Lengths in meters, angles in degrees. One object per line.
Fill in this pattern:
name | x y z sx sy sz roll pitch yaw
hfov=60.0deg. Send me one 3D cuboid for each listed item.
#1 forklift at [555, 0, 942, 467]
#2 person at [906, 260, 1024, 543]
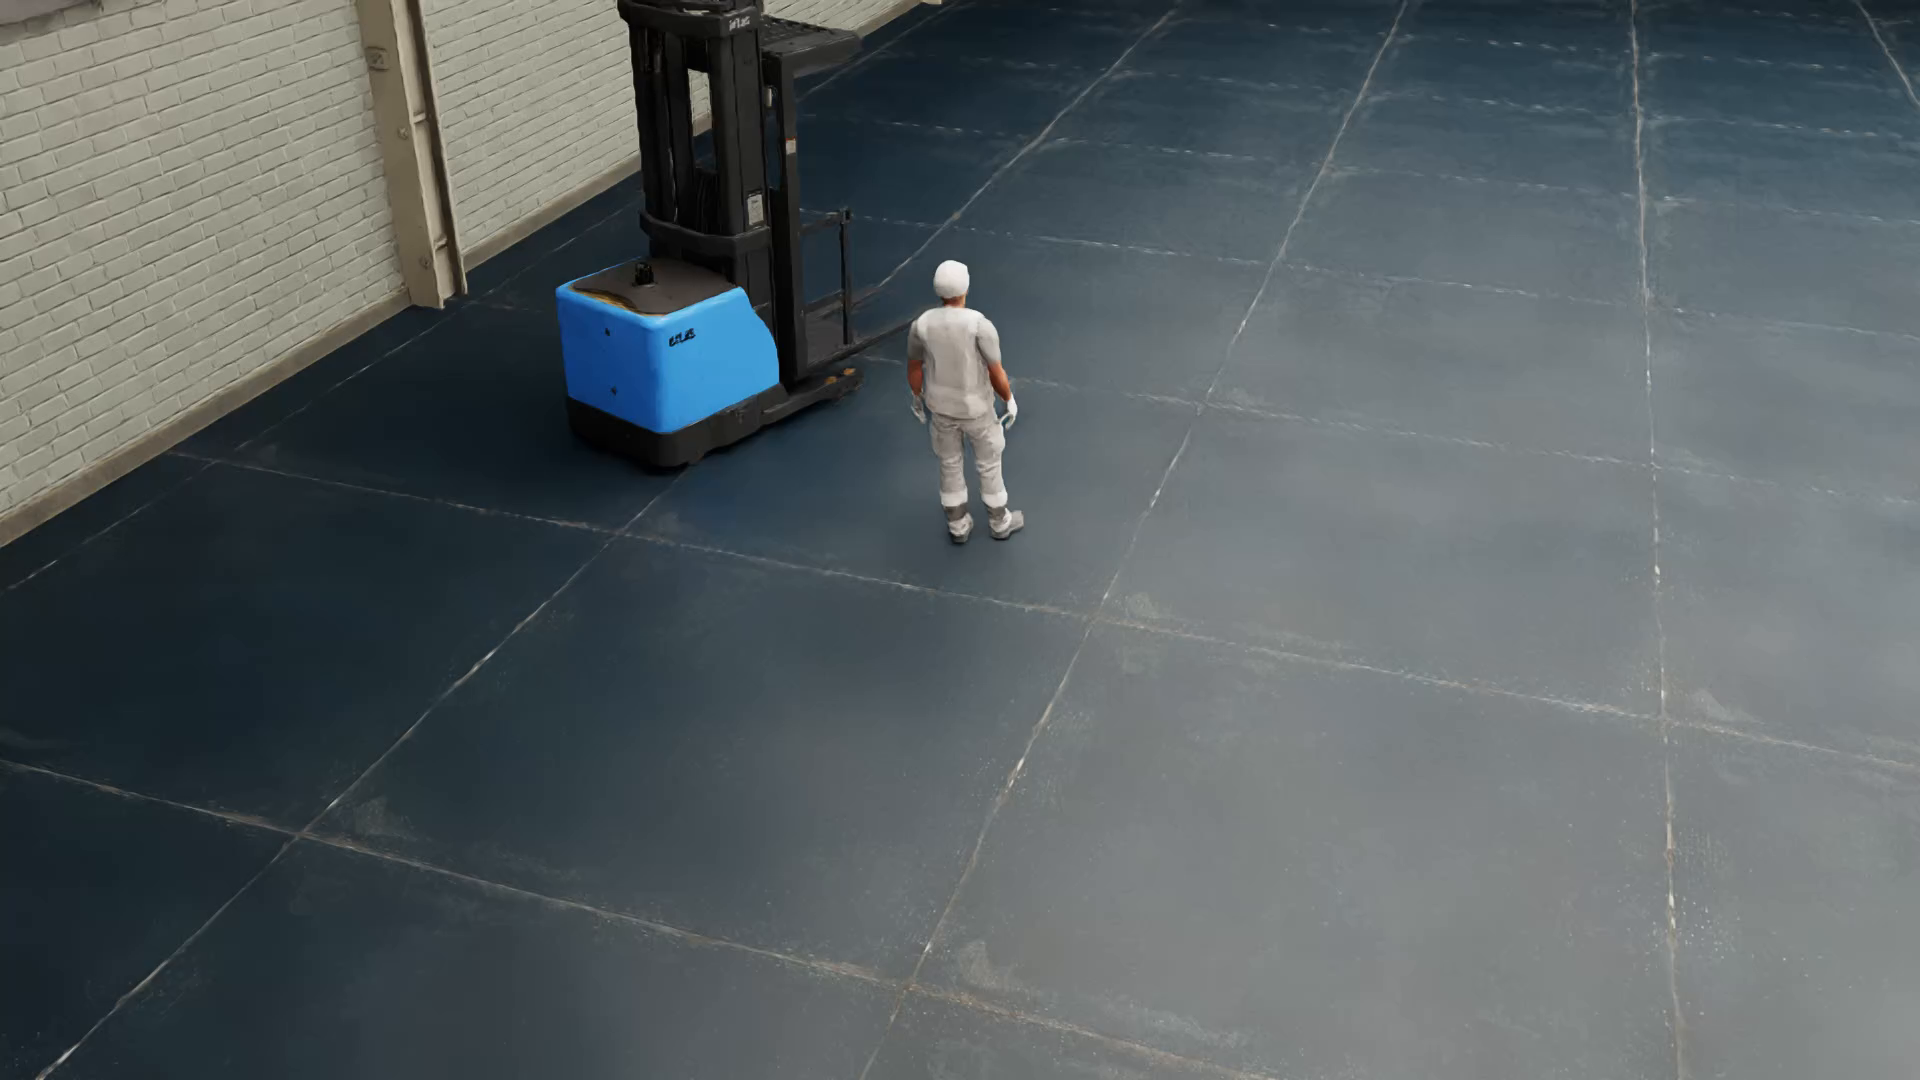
forklift | -1.343 -2.409 11.362 1.130 2.935 3.031 22 36 33
person | 0.037 -0.819 9.713 0.637 1.787 0.563 10 31 16
